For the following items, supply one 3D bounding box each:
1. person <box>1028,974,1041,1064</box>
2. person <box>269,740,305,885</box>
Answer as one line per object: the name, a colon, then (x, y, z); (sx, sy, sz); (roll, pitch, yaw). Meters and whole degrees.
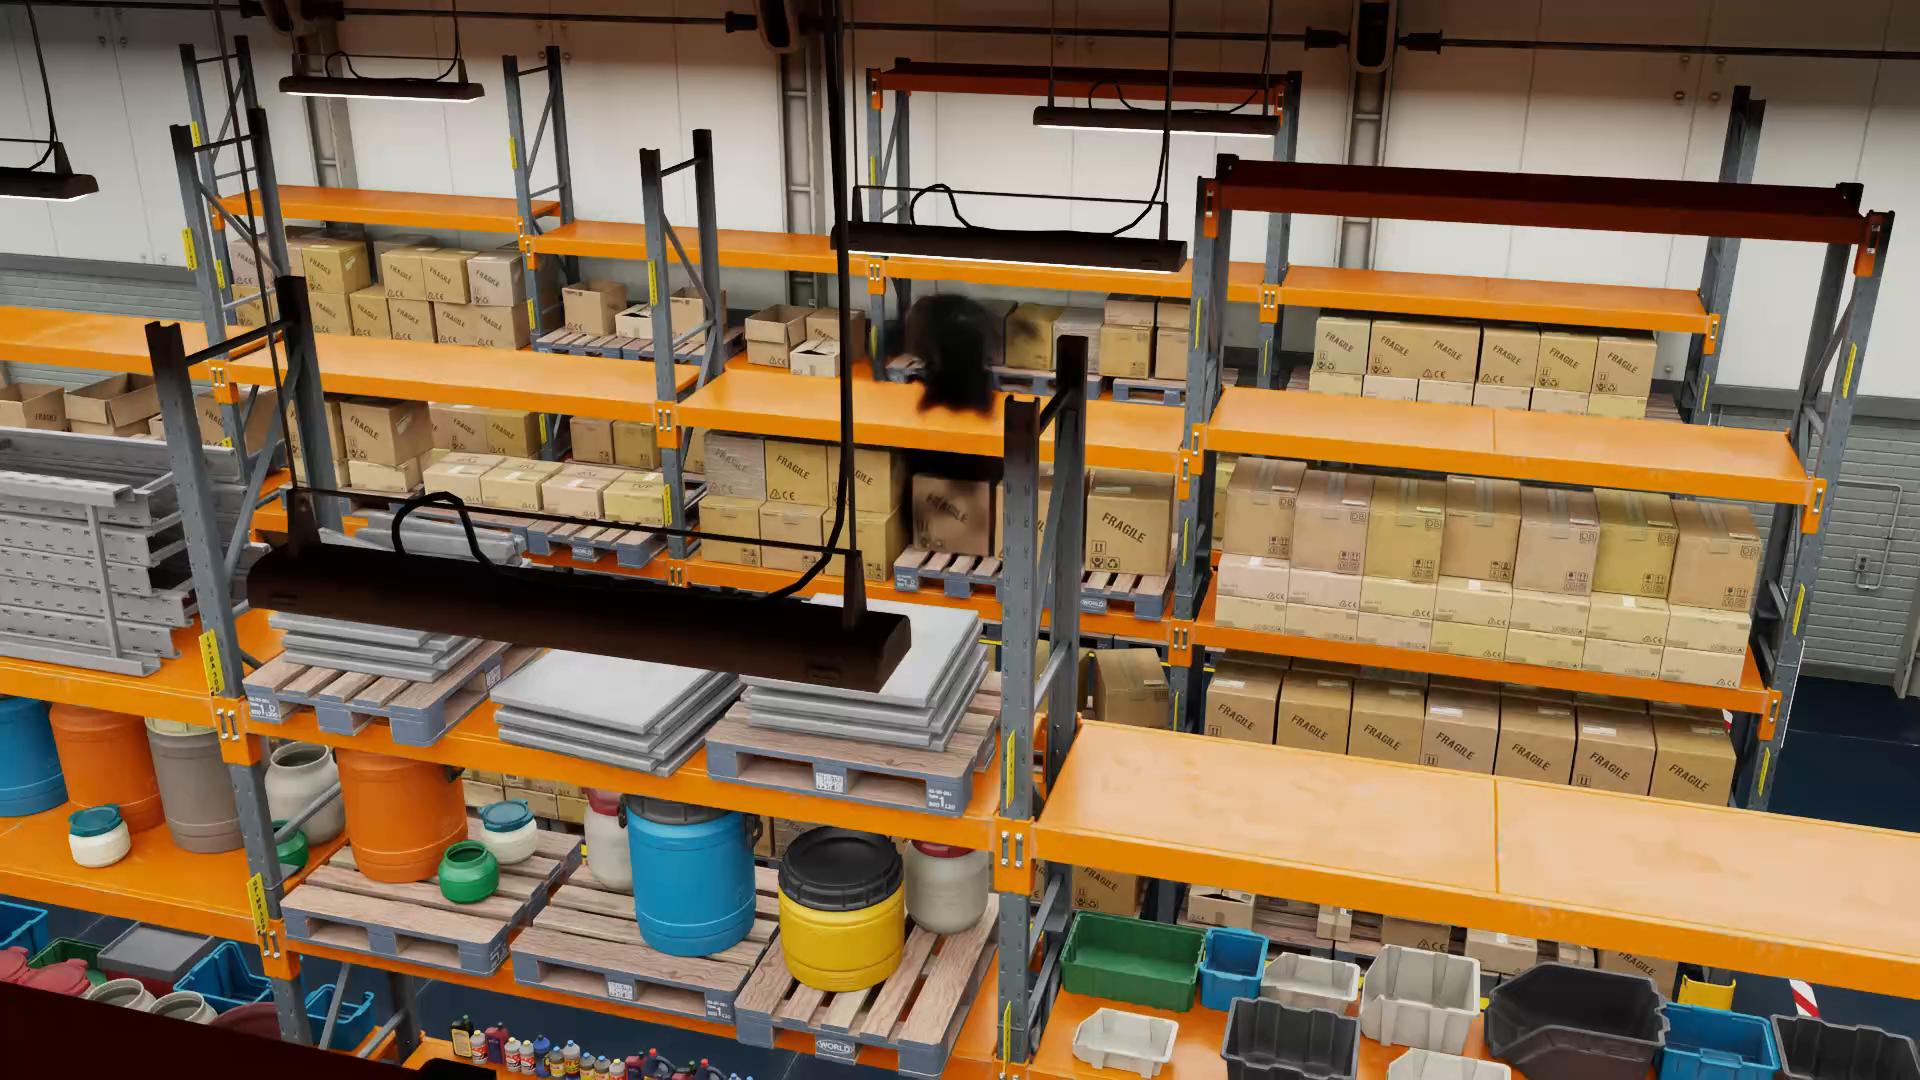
person: (0.656, 3.388, 10.442); (0.754, 1.763, 0.583); (7, 23, 16)
person: (-5.663, 2.185, 13.227); (0.823, 1.723, 0.695); (4, 23, 10)
